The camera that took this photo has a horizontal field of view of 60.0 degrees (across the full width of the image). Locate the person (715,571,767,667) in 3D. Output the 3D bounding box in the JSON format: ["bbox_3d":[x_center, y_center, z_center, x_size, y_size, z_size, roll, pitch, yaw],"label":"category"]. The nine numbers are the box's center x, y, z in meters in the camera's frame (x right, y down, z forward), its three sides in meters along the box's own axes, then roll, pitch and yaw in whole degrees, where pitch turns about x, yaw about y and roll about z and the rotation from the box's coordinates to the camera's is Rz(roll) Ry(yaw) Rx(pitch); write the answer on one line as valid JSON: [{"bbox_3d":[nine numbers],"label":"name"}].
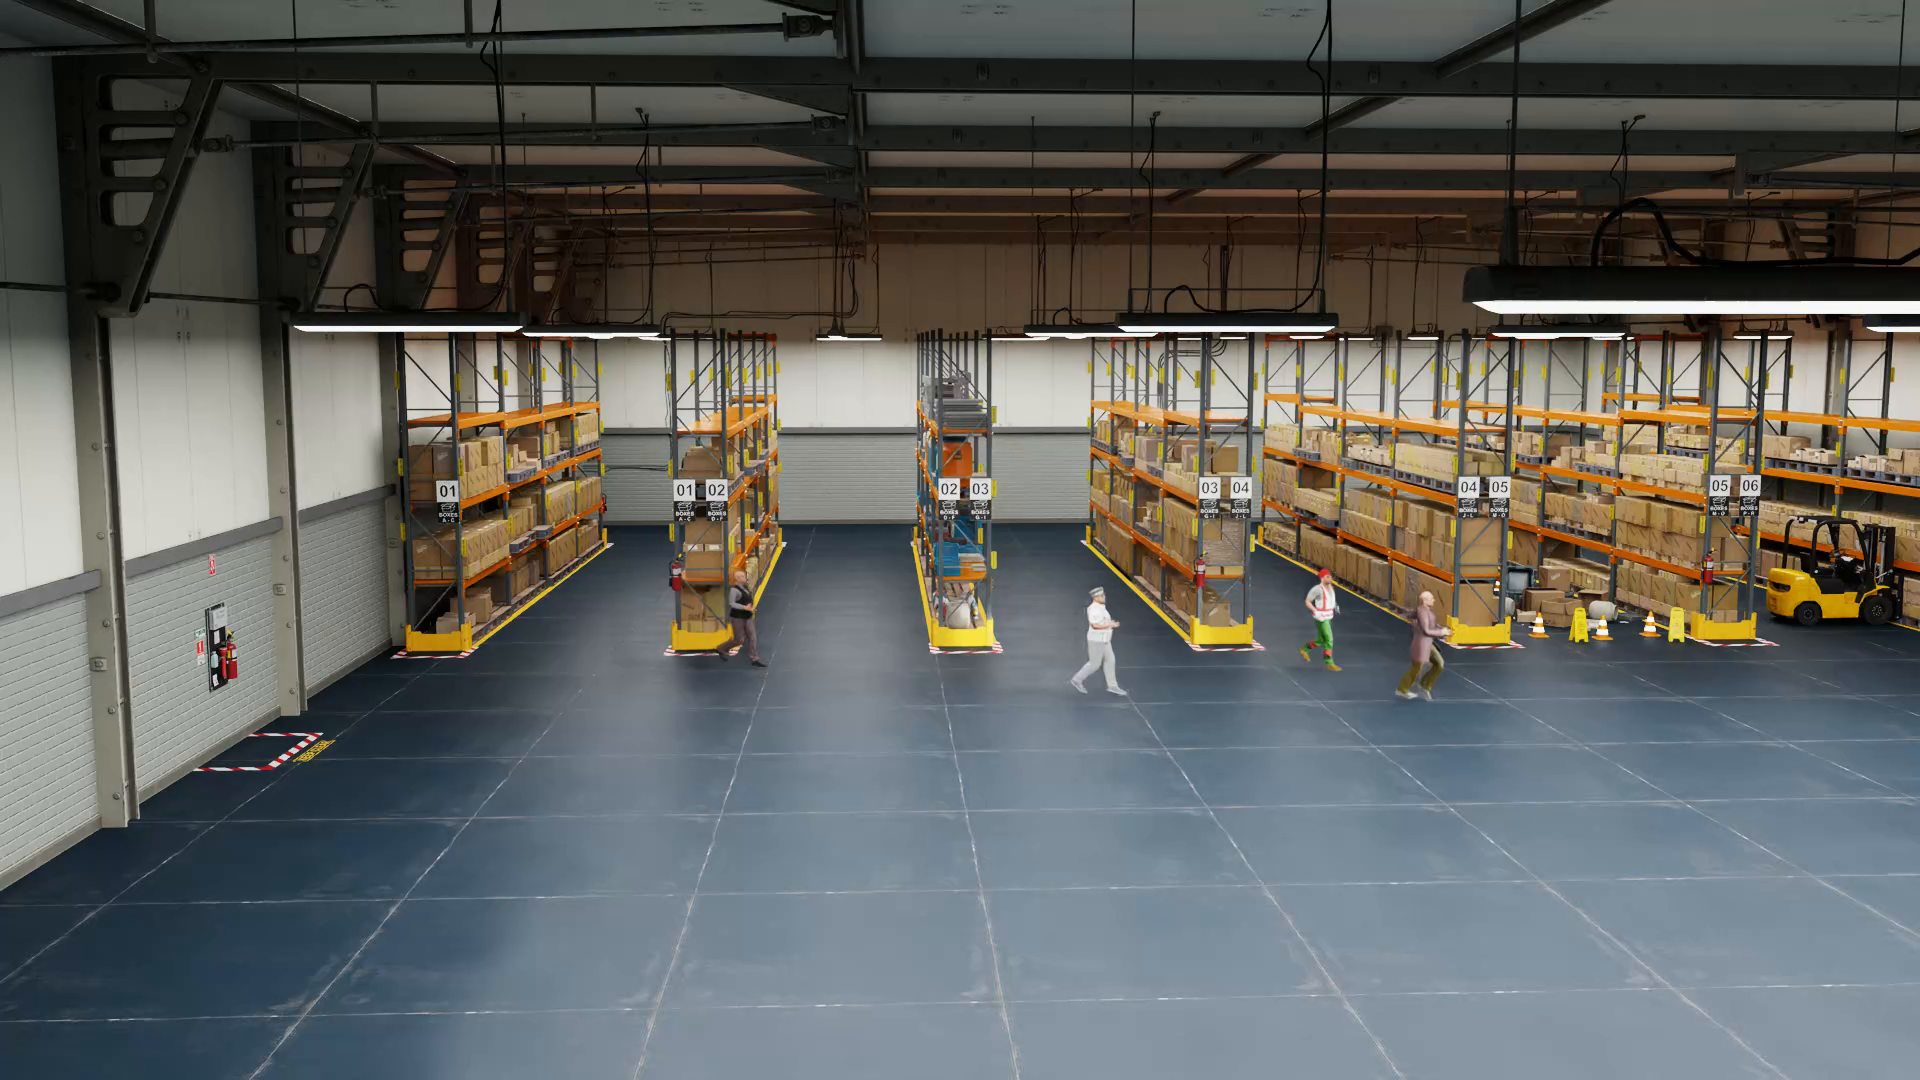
[{"bbox_3d":[-3.884,1.397,29.436,0.965,1.711,0.674,3,7,22],"label":"person"}]

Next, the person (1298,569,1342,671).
[{"bbox_3d":[6.347,1.377,29.262,0.894,1.778,0.653,7,9,44],"label":"person"}]

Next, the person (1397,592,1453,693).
[{"bbox_3d":[7.446,1.744,26.616,0.852,1.456,0.668,3,8,26],"label":"person"}]

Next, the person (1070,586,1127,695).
[{"bbox_3d":[2.263,1.633,27.029,0.924,1.778,0.664,2,7,18],"label":"person"}]
